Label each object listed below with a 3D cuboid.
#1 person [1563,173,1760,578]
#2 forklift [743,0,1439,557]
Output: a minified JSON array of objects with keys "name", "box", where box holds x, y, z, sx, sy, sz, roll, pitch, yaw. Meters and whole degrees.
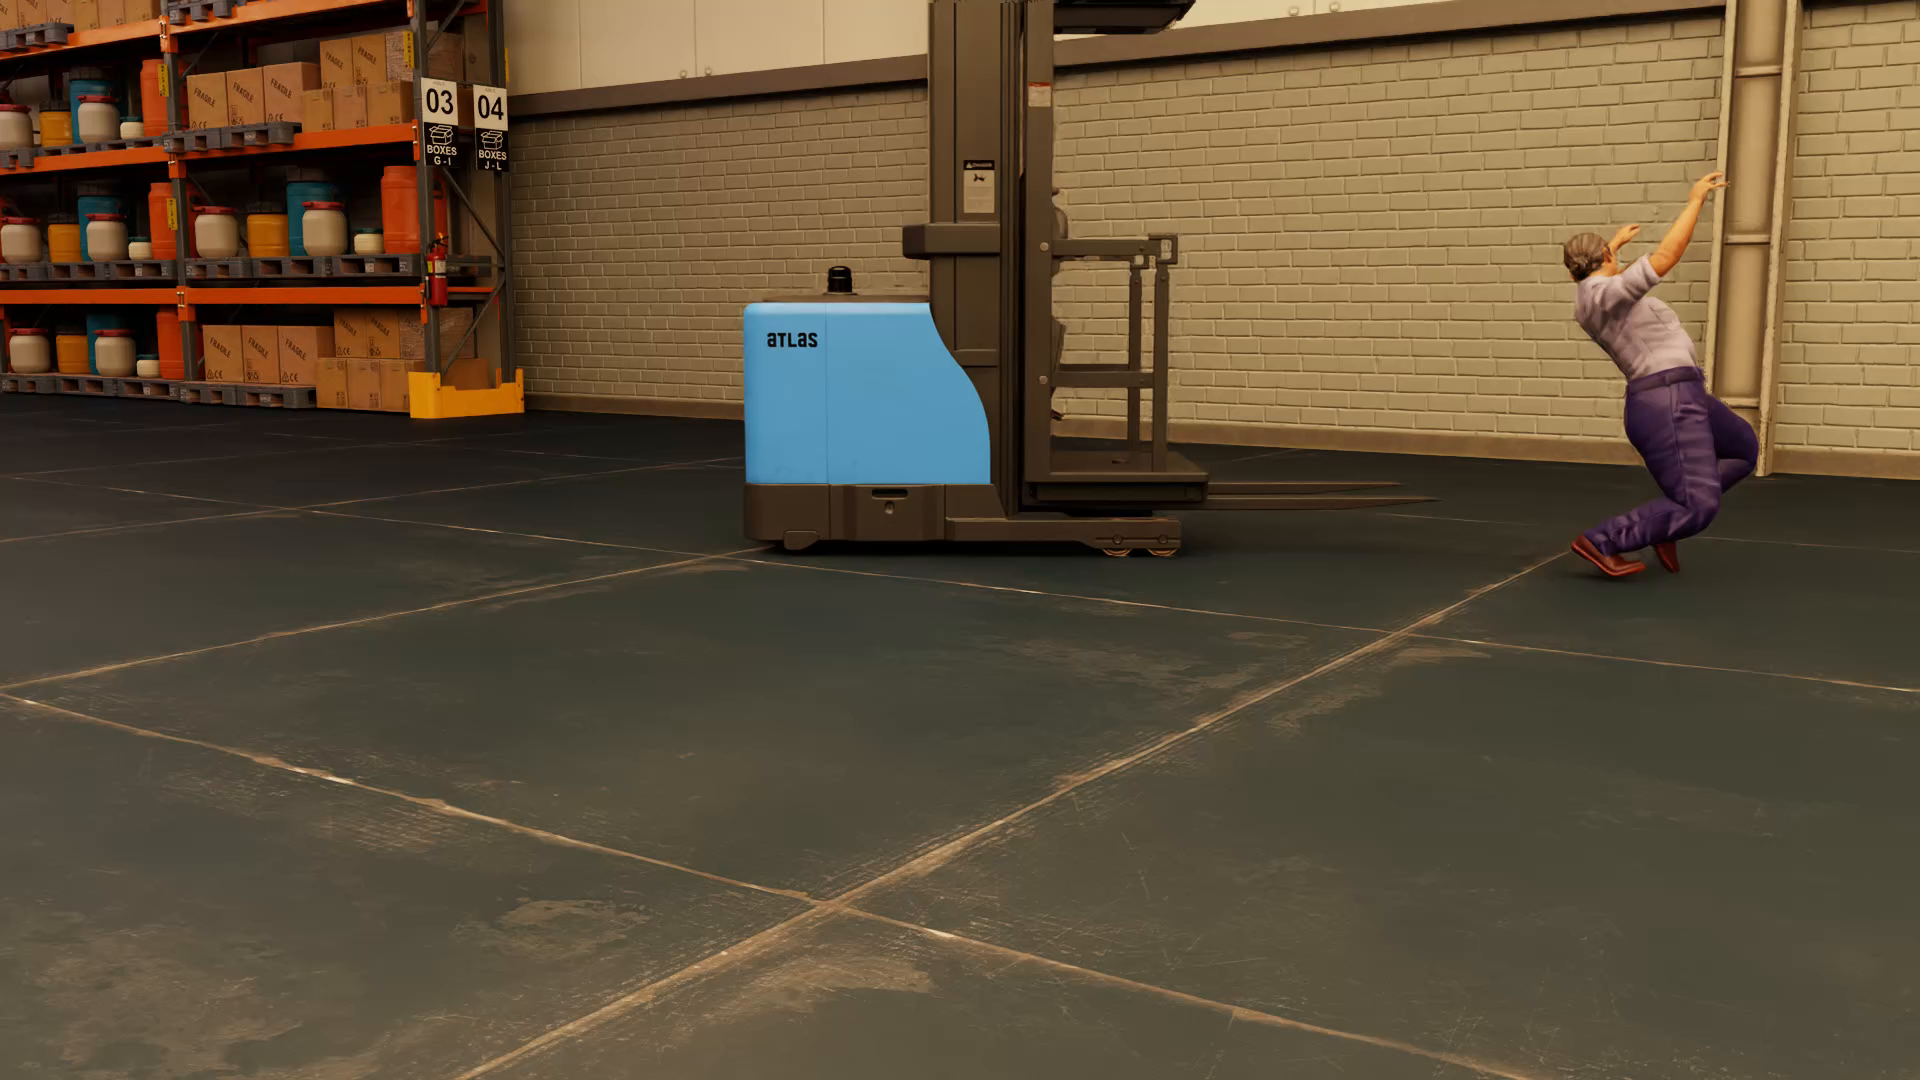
[{"name":"person","box":[2.775,-0.628,6.593,0.764,1.579,0.992,3,9,21]},{"name":"forklift","box":[0.579,-1.453,7.412,3.031,2.935,1.130,0,8,0]}]
